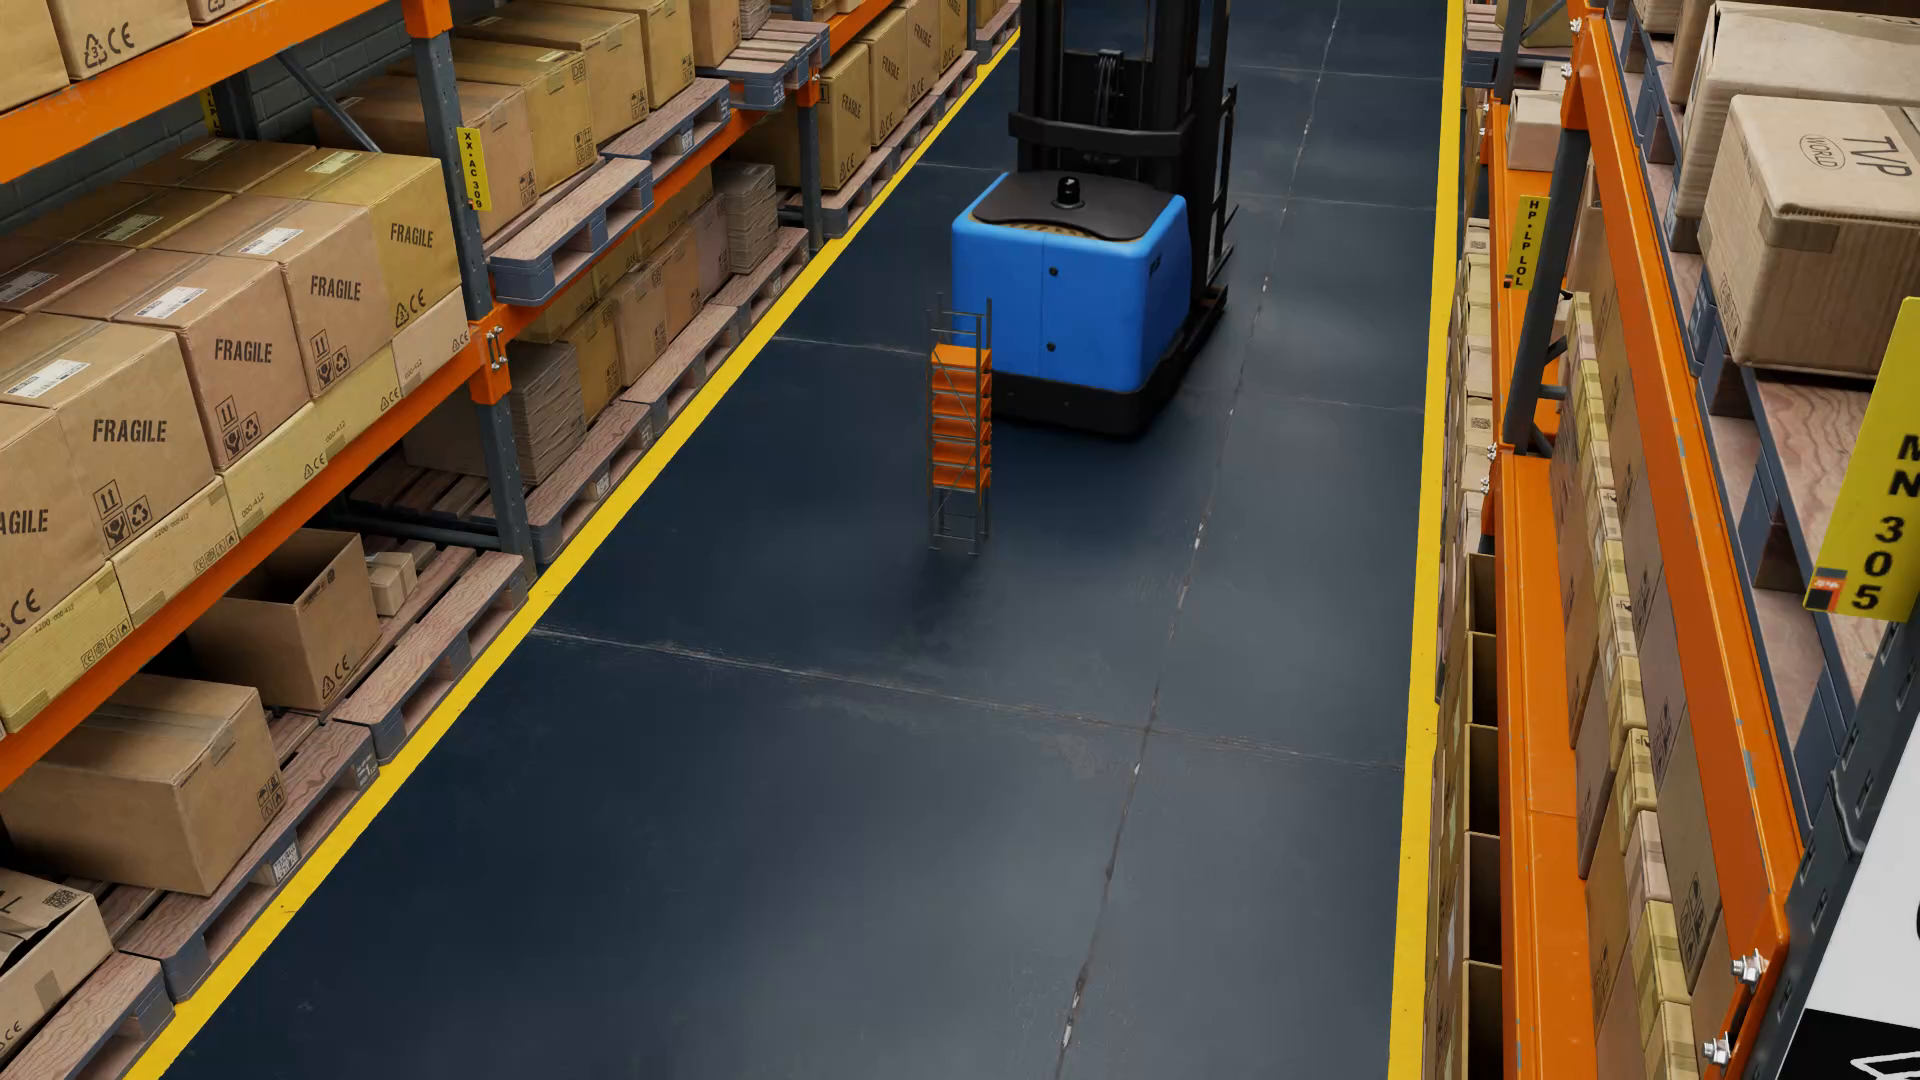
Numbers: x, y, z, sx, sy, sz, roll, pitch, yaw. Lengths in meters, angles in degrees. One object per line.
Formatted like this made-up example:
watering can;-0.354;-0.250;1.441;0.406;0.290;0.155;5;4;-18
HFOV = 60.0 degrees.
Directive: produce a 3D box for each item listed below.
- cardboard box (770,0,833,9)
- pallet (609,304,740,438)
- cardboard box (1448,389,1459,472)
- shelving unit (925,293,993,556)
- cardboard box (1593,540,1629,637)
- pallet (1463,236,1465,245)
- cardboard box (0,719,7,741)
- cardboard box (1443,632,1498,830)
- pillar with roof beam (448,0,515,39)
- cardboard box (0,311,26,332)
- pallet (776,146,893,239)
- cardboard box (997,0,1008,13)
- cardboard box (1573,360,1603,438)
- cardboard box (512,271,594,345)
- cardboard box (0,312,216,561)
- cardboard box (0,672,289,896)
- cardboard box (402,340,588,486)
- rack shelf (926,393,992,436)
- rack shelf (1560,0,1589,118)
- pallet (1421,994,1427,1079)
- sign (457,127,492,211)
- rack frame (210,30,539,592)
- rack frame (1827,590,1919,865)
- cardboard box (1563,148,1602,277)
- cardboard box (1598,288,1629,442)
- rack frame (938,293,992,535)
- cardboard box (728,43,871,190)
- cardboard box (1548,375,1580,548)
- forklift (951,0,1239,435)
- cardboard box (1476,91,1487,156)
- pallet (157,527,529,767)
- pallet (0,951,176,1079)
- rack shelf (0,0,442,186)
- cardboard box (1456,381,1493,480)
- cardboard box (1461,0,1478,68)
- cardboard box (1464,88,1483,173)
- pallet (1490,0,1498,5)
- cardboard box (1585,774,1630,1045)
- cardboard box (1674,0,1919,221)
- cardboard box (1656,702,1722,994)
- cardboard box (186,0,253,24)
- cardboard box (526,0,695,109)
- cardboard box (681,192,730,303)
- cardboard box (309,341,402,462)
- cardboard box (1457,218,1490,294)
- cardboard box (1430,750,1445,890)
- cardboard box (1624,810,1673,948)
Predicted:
cardboard box;-1.008;-3.595;10.220;0.500;0.500;0.500;9;34;14
pallet;-1.890;-0.989;9.108;1.003;0.211;1.213;8;33;12
cardboard box;2.613;-0.517;7.938;0.500;0.250;0.500;9;33;13
shelving unit;-0.004;-0.499;7.416;0.258;1.200;0.189;8;33;12
cardboard box;1.753;0.148;4.024;0.380;0.149;0.250;8;33;12
pallet;3.640;-1.735;10.282;1.003;0.211;1.213;8;33;12
cardboard box;-2.860;0.523;4.252;0.500;0.250;0.500;7;33;11
cardboard box;1.859;0.672;5.370;0.500;0.500;0.500;8;33;12
pillar with roof beam;1.619;-4.591;6.583;9.100;9.000;0.400;8;33;12
cardboard box;-3.103;-0.376;4.967;0.500;0.500;0.500;8;33;13
pallet;-1.106;-2.424;11.366;1.003;0.211;1.213;8;33;12
cardboard box;0.056;-5.034;14.811;0.700;0.500;0.500;8;33;12
cardboard box;2.016;-0.392;4.873;0.380;0.149;0.250;7;33;11
cardboard box;-2.115;-1.186;8.041;0.500;0.250;0.500;7;33;11
cardboard box;-2.605;-0.311;4.865;0.500;0.500;0.500;9;34;14
cardboard box;-2.767;0.802;5.612;0.700;0.500;0.500;6;33;9
cardboard box;-2.223;-0.641;7.882;0.700;0.500;0.500;9;34;14
rack shelf;-0.004;-0.563;7.376;0.258;0.103;0.180;8;33;12
rack shelf;2.906;-2.454;6.688;1.077;0.370;4.000;8;33;12
pallet;1.849;1.765;4.776;1.003;0.211;1.213;8;33;12
sign;-1.867;-1.421;6.383;0.100;0.325;0.005;8;33;12
rack frame;-2.394;-1.126;6.725;1.000;3.000;0.127;8;33;12
rack frame;1.383;-0.910;0.793;1.000;3.000;0.127;8;33;12
cardboard box;2.870;-1.425;7.103;0.500;0.500;0.500;8;33;12
cardboard box;2.165;-0.550;4.516;0.700;0.500;0.500;8;33;12
rack frame;0.020;-0.546;7.491;0.240;1.200;0.006;8;33;12
cardboard box;-1.065;-2.836;11.027;0.750;0.750;0.750;8;33;12
cardboard box;2.292;-0.265;5.277;0.700;0.500;0.500;7;33;11
forklift;0.944;-2.552;9.033;1.130;2.935;3.031;12;34;18
cardboard box;3.434;-2.524;10.145;0.500;0.250;0.500;9;34;14
pallet;-2.530;0.404;6.918;1.003;0.211;1.213;8;33;12
pallet;-3.149;1.670;4.926;1.003;0.211;1.213;8;33;12
rack shelf;-2.901;-1.050;4.481;1.077;0.370;4.000;8;33;12
cardboard box;2.479;-0.486;7.367;0.500;0.311;0.500;8;33;12
cardboard box;4.299;-4.070;13.276;0.500;0.500;0.500;8;33;12
cardboard box;3.683;-2.719;11.151;0.500;0.500;0.500;7;33;11
pallet;3.903;-3.458;10.573;1.003;0.211;1.213;8;33;12
cardboard box;1.775;0.809;3.588;0.700;0.500;0.500;8;33;13
cardboard box;1.562;-0.764;2.922;0.500;0.311;0.500;12;34;18
cardboard box;1.656;0.491;2.879;0.700;0.500;0.500;7;33;11
cardboard box;-2.424;-1.886;5.013;0.500;0.500;0.500;5;33;8
cardboard box;-1.783;-2.535;8.438;0.700;0.500;0.500;8;33;12
cardboard box;-1.754;-1.700;9.549;0.700;0.500;0.500;8;33;12
cardboard box;-2.355;-0.527;5.904;0.500;0.250;0.500;8;33;13
cardboard box;2.997;-1.551;9.043;0.500;0.311;0.500;9;34;14
cardboard box;1.856;0.988;5.572;0.500;0.250;0.500;8;33;12
cardboard box;1.492;0.683;3.182;0.380;0.149;0.250;8;33;13
